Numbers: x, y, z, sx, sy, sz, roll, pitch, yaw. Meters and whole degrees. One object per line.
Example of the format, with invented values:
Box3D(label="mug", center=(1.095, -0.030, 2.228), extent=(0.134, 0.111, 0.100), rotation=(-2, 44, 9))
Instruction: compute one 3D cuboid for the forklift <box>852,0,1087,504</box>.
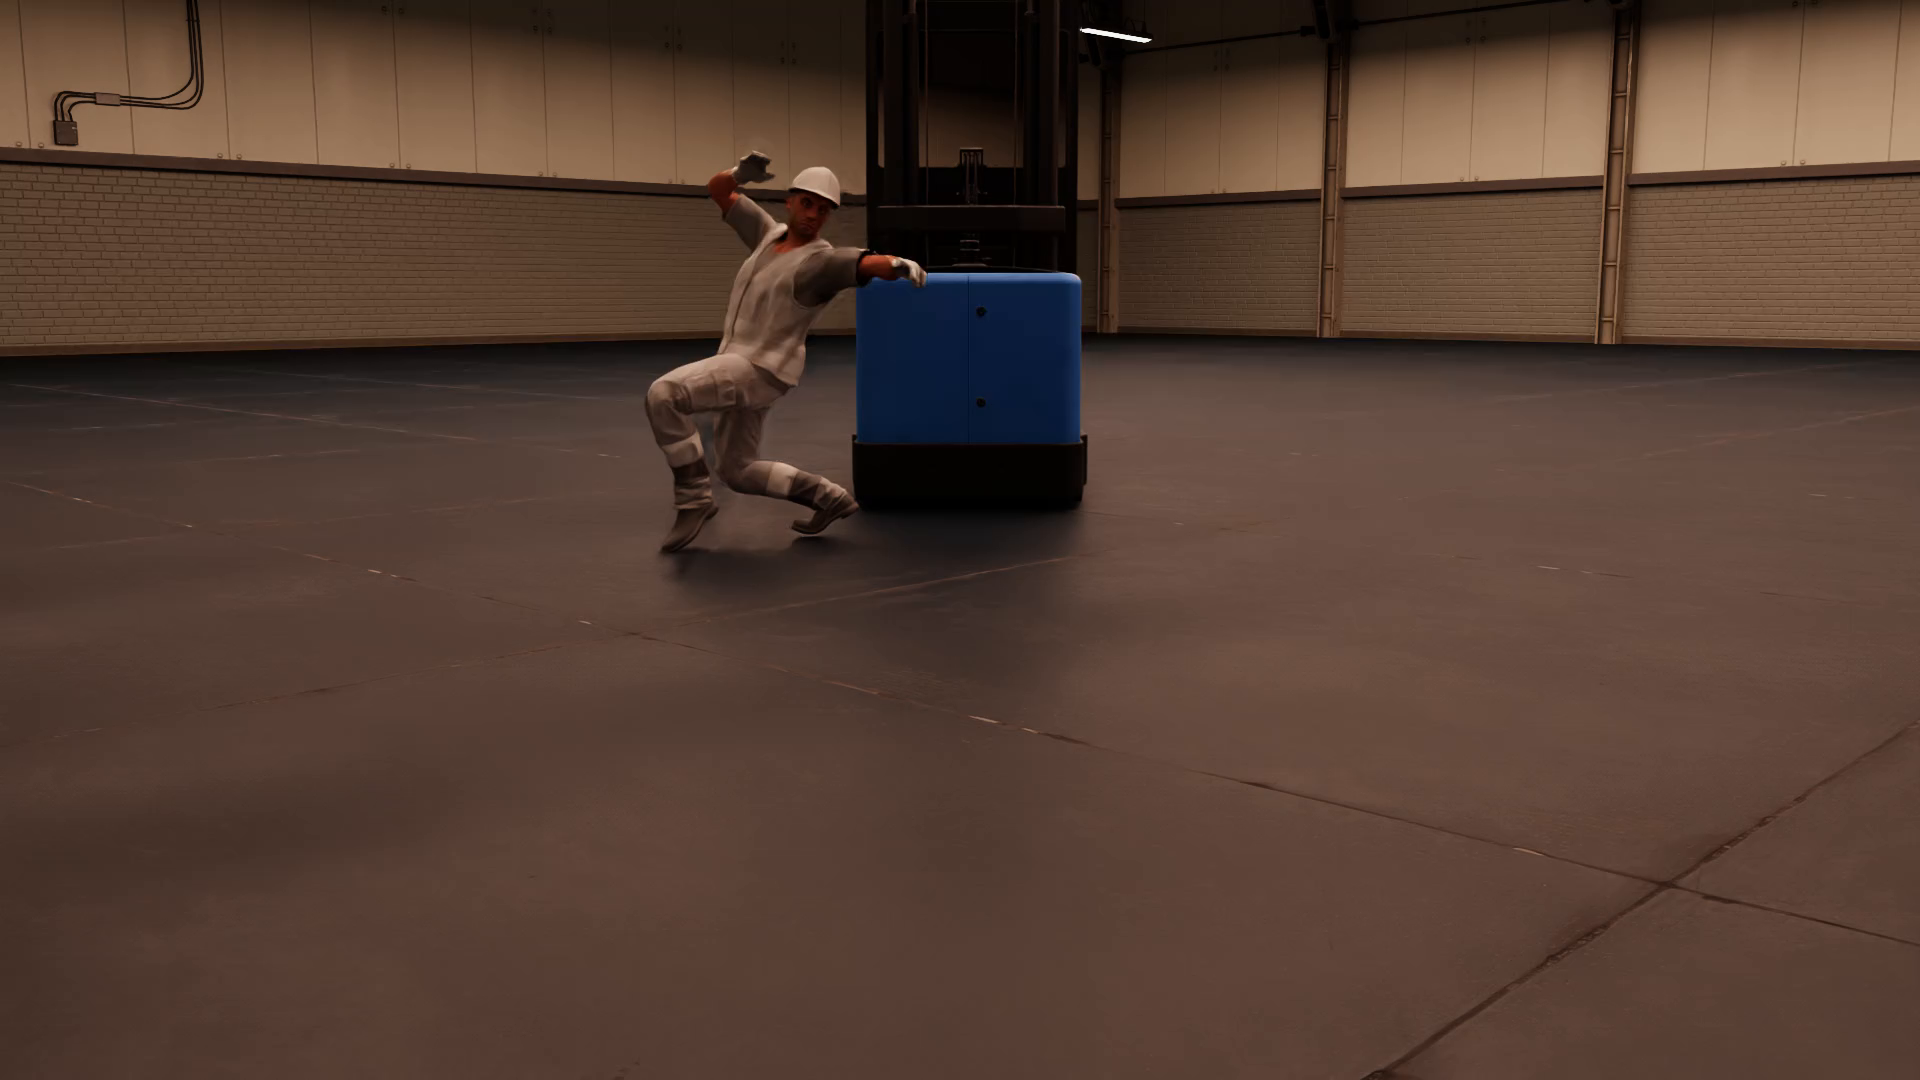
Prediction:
Box3D(label="forklift", center=(0.066, -1.800, 8.827), extent=(1.130, 2.935, 3.031), rotation=(0, 9, 1))

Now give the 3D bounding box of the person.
Box3D(label="person", center=(-0.713, -0.698, 6.297), extent=(0.890, 1.533, 1.096), rotation=(-4, 9, -25))
